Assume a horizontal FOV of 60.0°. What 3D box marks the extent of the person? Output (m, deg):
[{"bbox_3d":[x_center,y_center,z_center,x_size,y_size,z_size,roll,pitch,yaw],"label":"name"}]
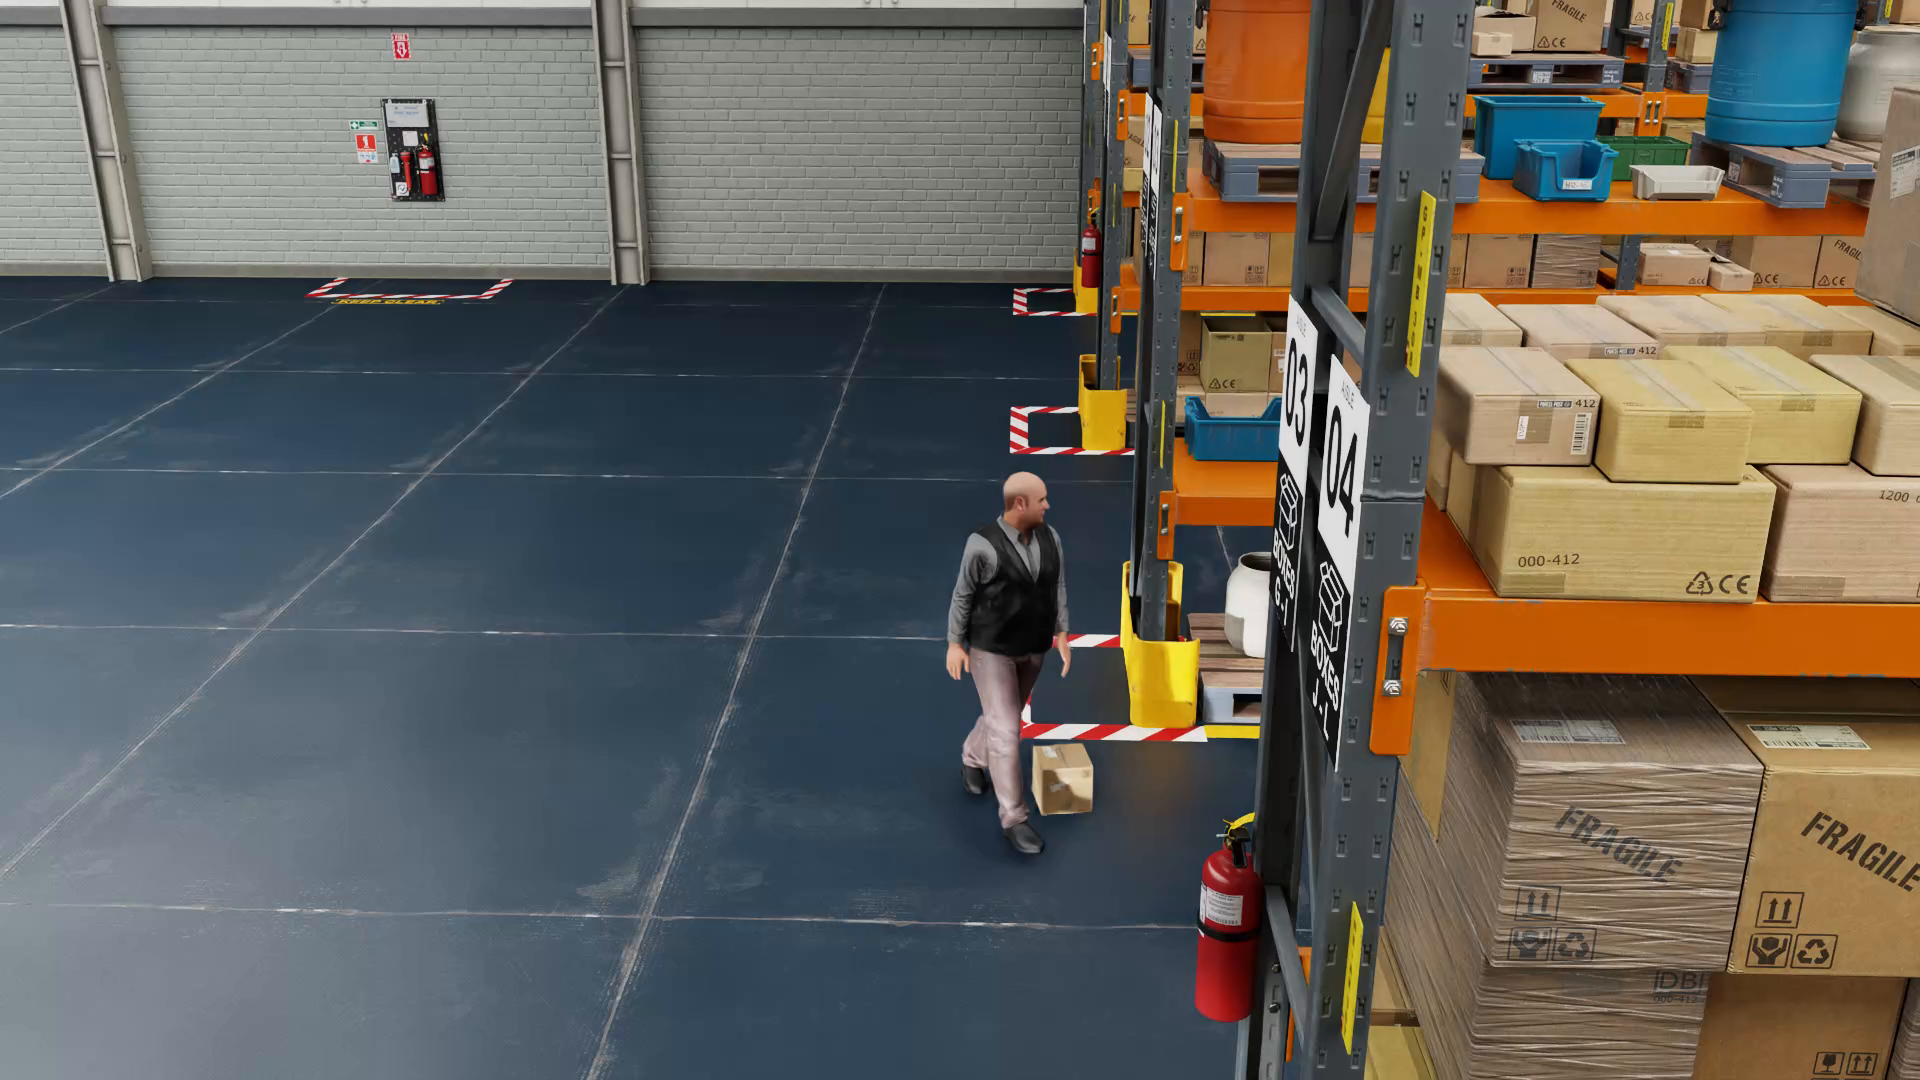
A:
[{"bbox_3d":[0.286,0.506,7.750,0.575,1.667,0.913,-14,25,-34],"label":"person"}]
